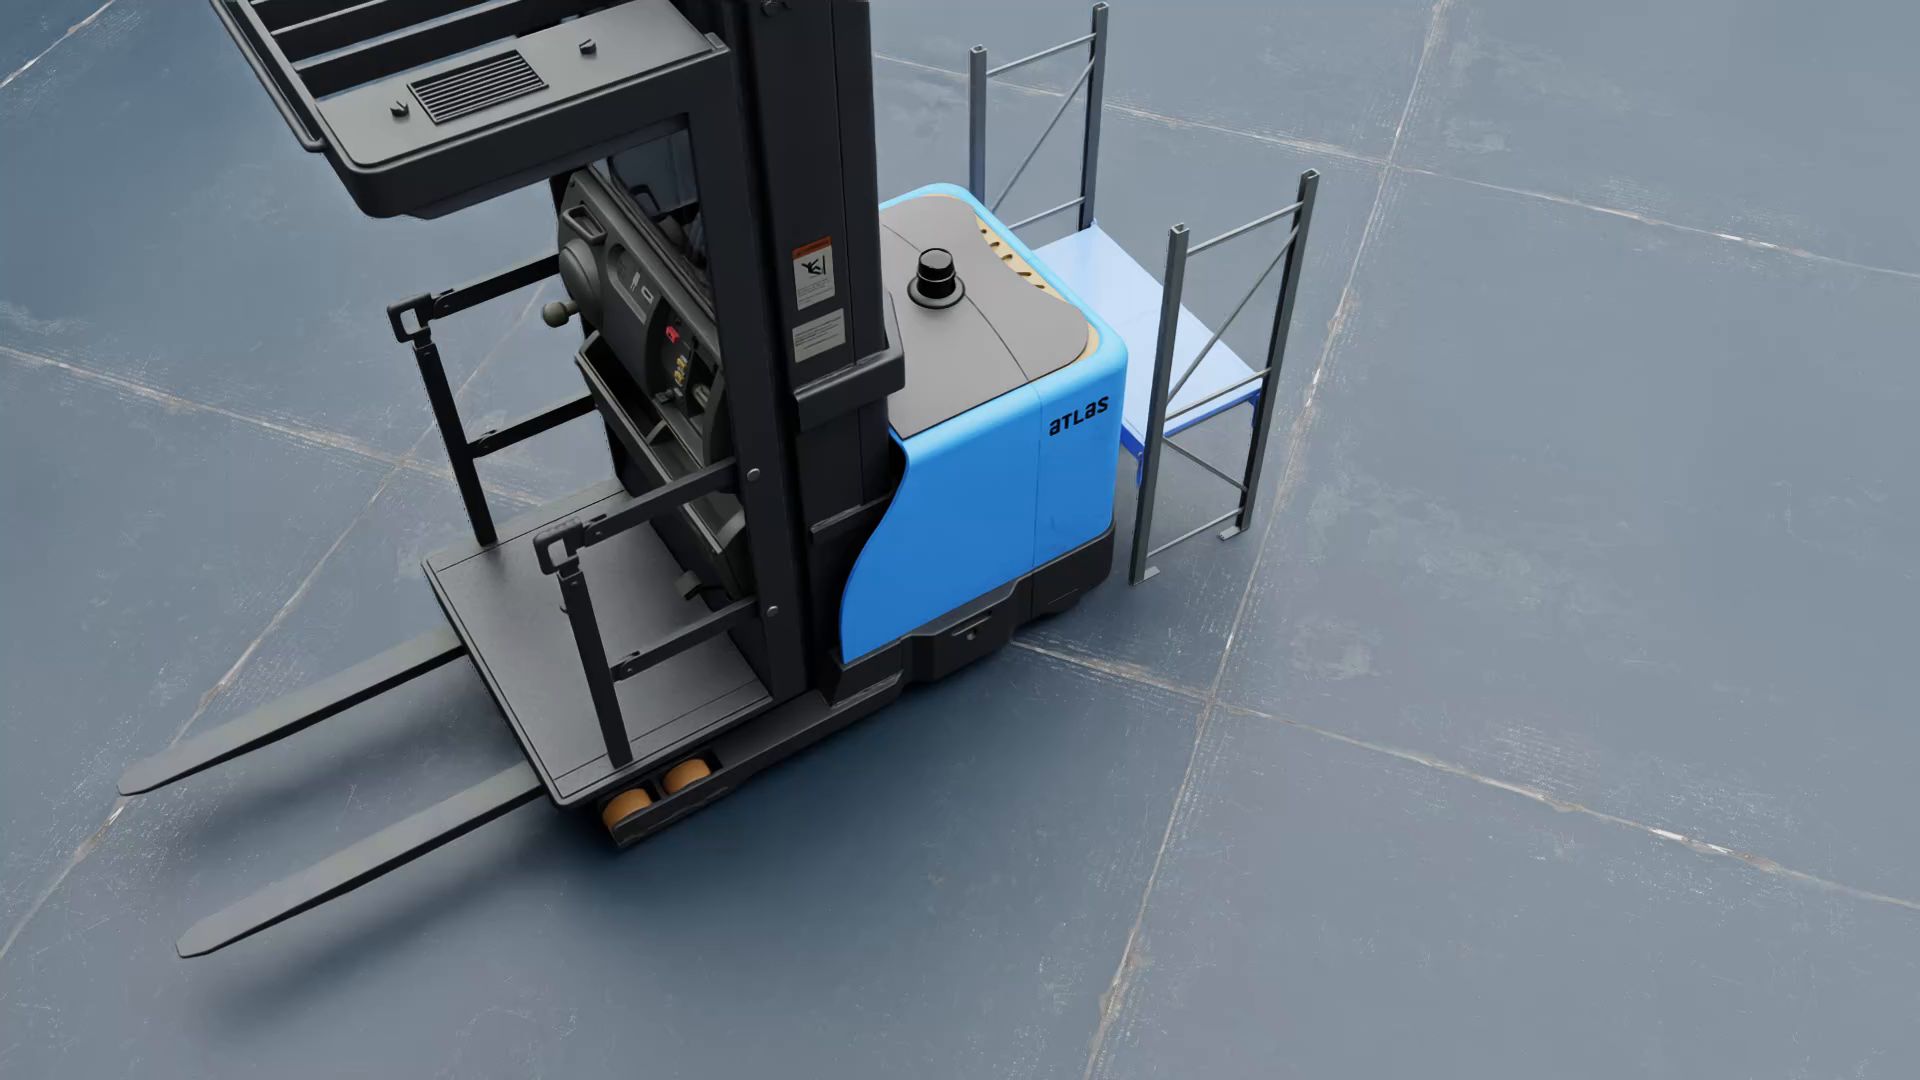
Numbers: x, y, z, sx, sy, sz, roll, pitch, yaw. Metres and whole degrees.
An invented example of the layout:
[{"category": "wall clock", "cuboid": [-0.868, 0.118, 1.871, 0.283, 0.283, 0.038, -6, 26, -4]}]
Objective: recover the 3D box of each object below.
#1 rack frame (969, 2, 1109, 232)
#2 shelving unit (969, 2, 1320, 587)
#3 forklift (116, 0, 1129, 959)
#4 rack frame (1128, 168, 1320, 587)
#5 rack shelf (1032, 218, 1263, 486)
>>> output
[{"category": "rack frame", "cuboid": [0.250, -1.095, 5.707, 0.500, 1.500, 0.032, -25, 54, -20]}, {"category": "shelving unit", "cuboid": [0.519, -0.770, 5.424, 0.538, 1.500, 1.048, -25, 54, -20]}, {"category": "forklift", "cuboid": [-1.008, -0.519, 4.260, 3.031, 2.935, 1.130, -26, 54, -21]}, {"category": "rack frame", "cuboid": [0.789, -0.444, 5.142, 0.500, 1.500, 0.032, -25, 54, -20]}, {"category": "rack shelf", "cuboid": [0.519, -0.652, 5.560, 0.538, 0.185, 1.000, -25, 54, -20]}]
